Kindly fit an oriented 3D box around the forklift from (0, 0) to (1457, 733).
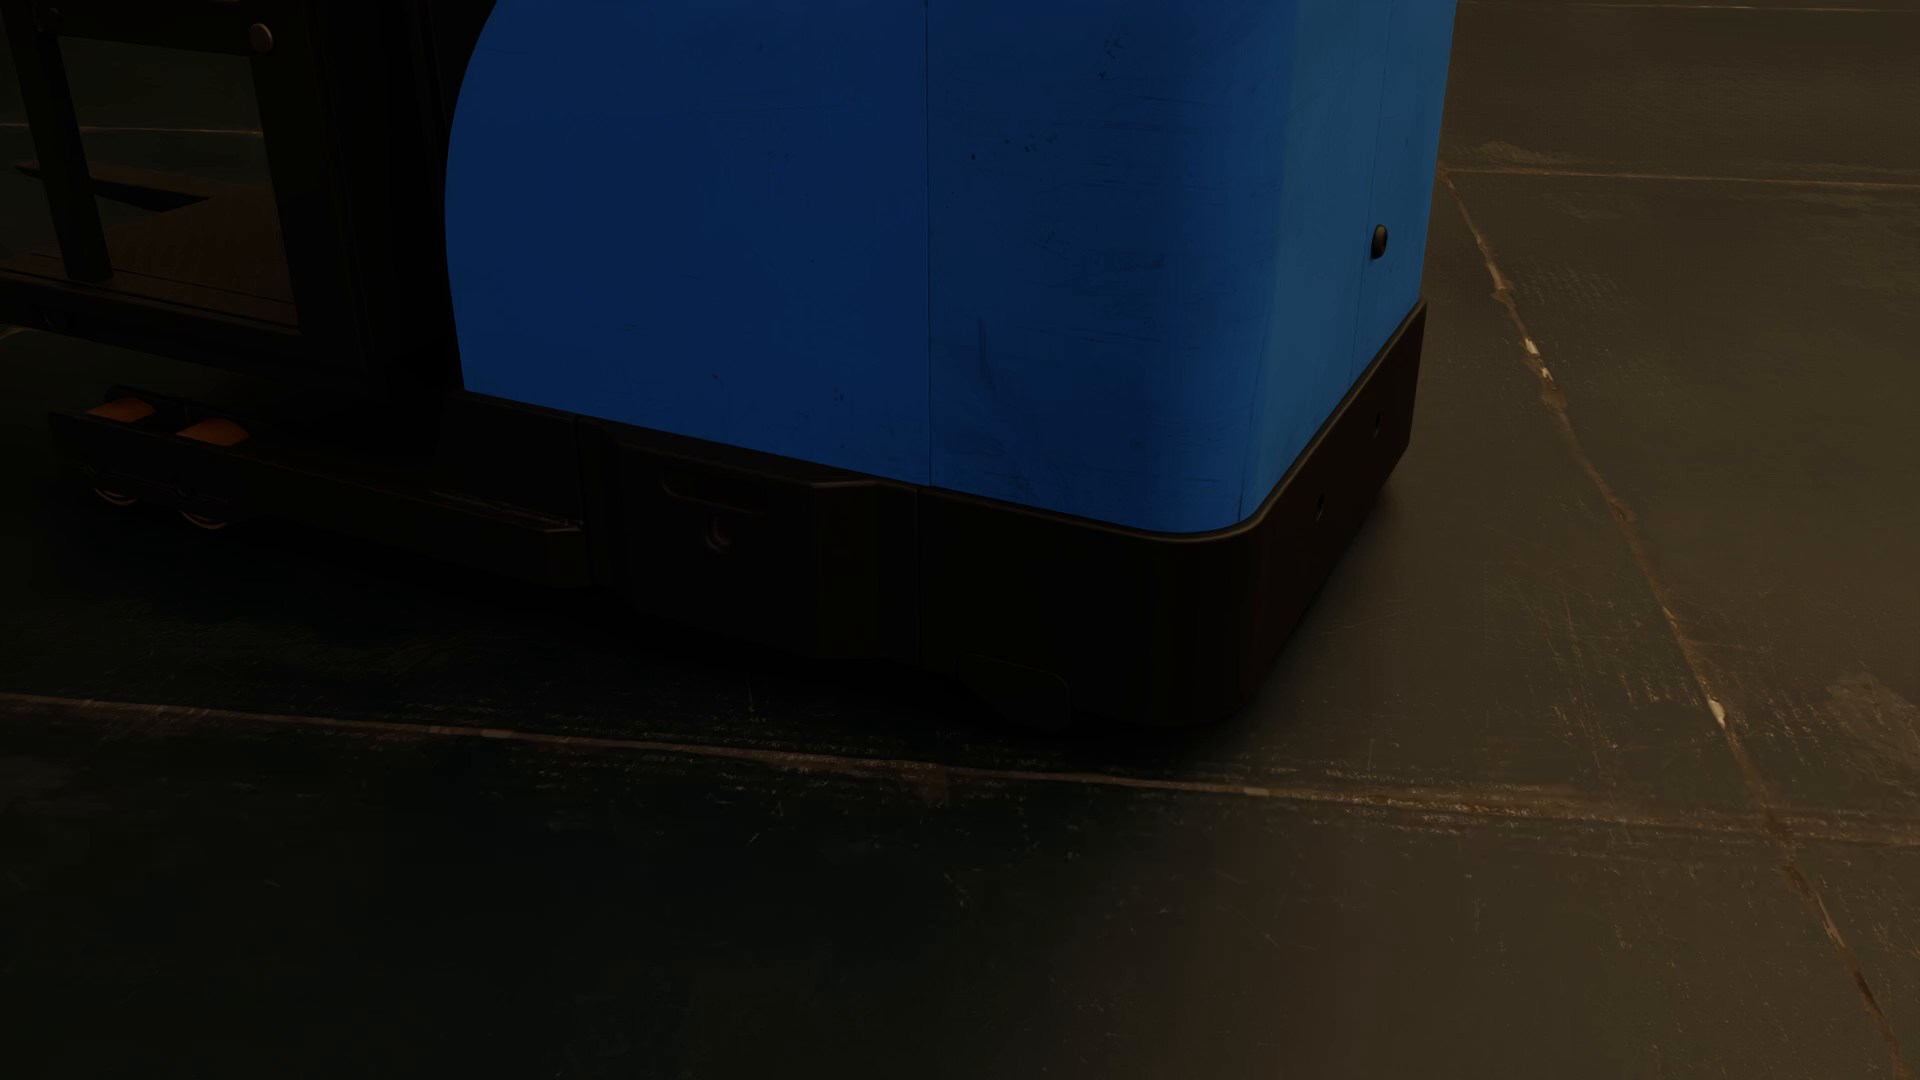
[{"bbox_3d":[-0.836,-1.524,2.272,3.031,2.935,1.130,12,29,23],"label":"forklift"}]
